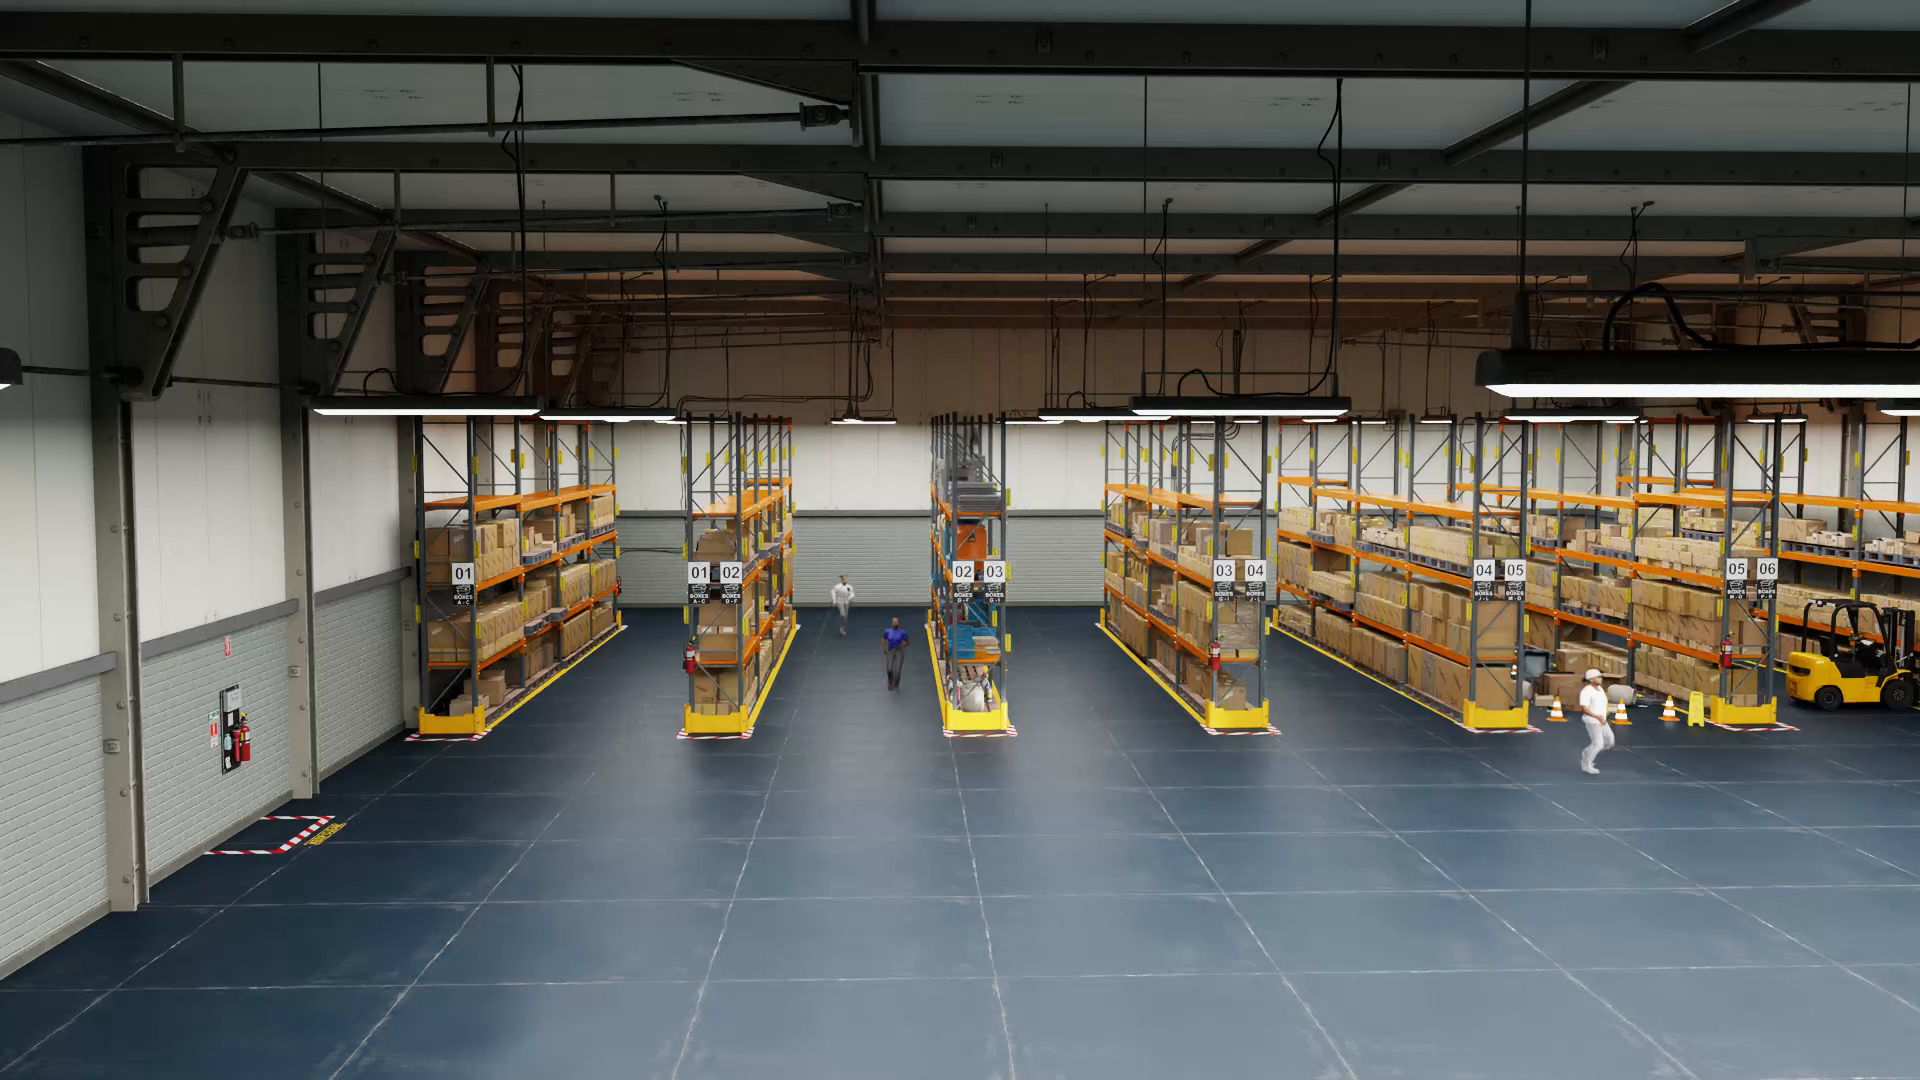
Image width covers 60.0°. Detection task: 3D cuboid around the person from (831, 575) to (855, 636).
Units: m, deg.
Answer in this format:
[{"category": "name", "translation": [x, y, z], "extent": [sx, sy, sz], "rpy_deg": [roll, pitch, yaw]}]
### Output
[{"category": "person", "translation": [-3.206, 1.782, 45.743], "extent": [0.586, 1.690, 0.811], "rpy_deg": [-2, 4, -21]}]

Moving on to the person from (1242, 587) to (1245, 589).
[{"category": "person", "translation": [6.858, 2.070, 40.482], "extent": [0.665, 1.842, 0.807], "rpy_deg": [-1, 4, -12]}]

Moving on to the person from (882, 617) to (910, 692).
[{"category": "person", "translation": [-1.387, 2.470, 35.713], "extent": [0.628, 1.621, 0.536], "rpy_deg": [0, 4, 4]}]

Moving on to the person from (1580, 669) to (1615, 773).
[{"category": "person", "translation": [10.533, 2.991, 27.496], "extent": [0.513, 1.723, 0.709], "rpy_deg": [4, 5, 45]}]
